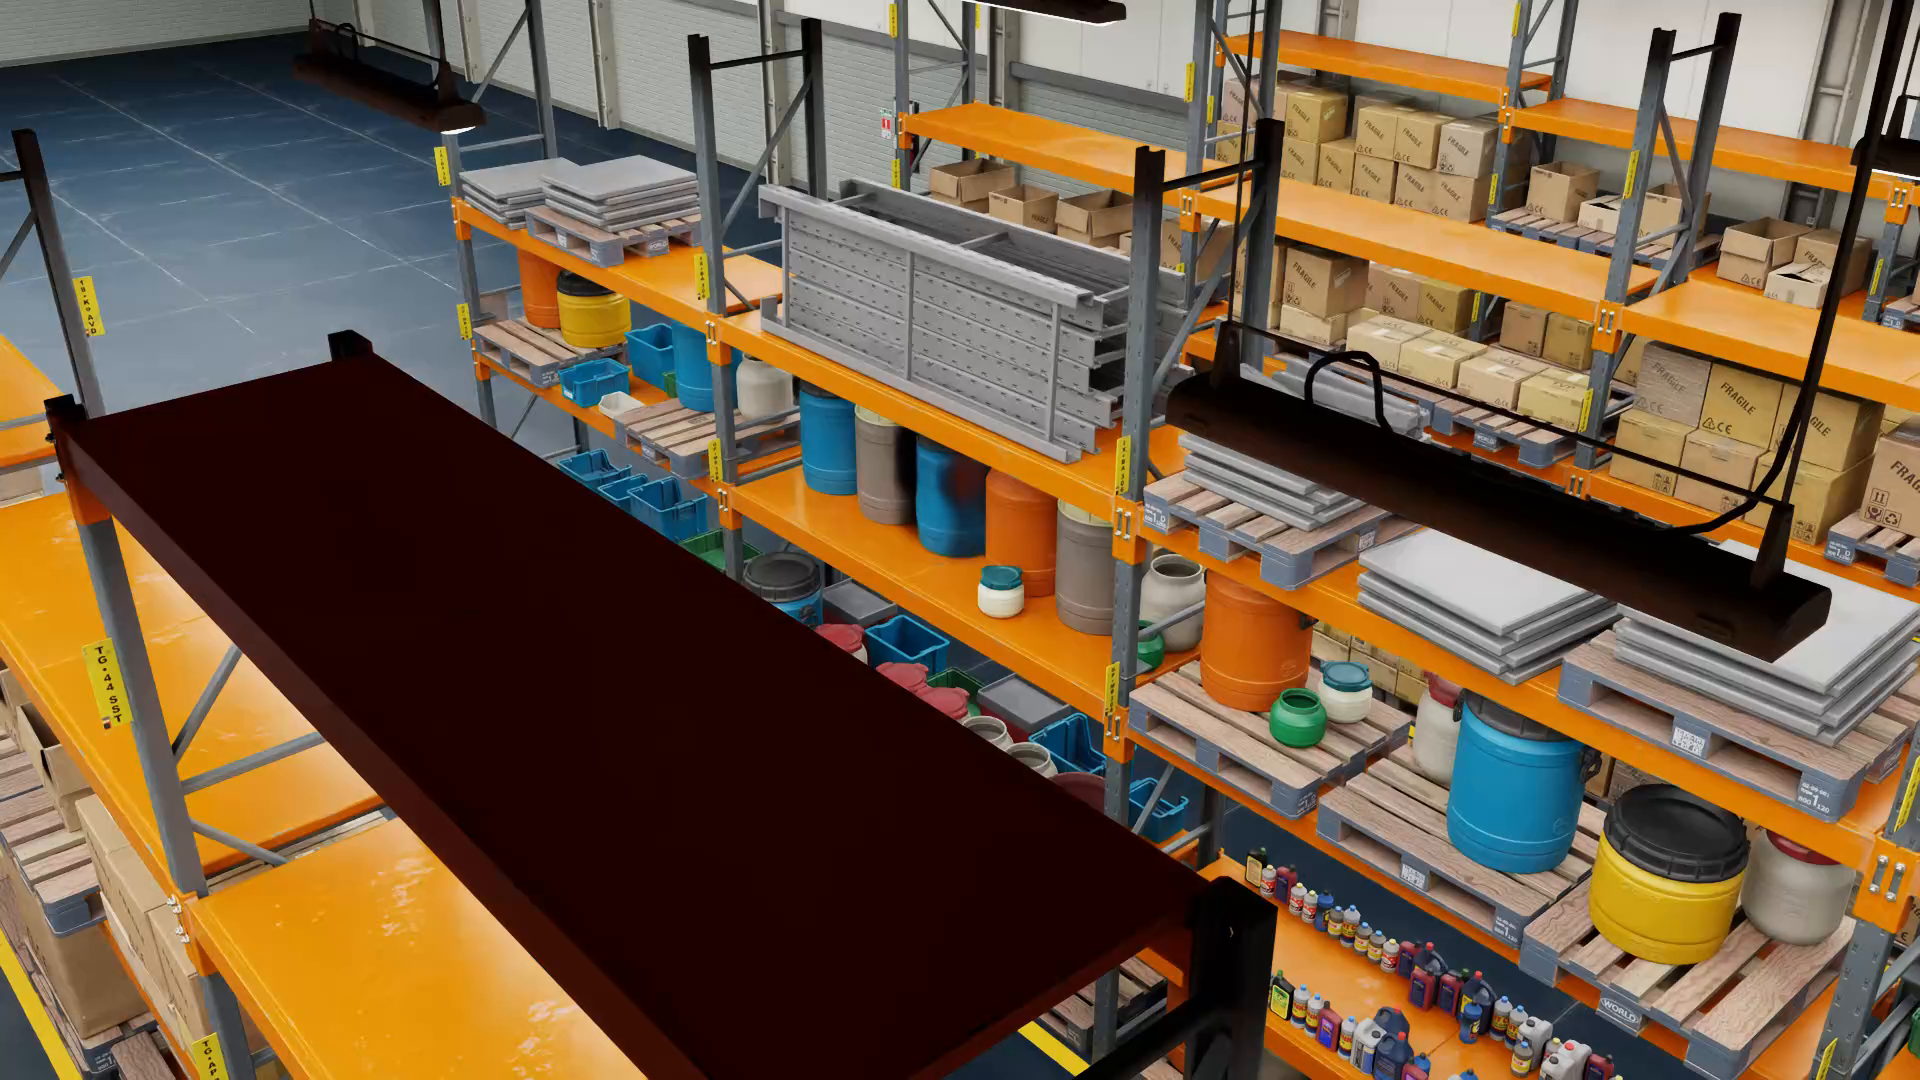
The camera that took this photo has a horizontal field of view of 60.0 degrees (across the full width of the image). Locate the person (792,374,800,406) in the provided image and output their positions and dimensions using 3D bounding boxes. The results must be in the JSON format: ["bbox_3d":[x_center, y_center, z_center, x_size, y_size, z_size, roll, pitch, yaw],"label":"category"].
[{"bbox_3d":[-1.766,-1.618,18.856,0.505,1.702,0.889,15,30,26],"label":"person"}]
